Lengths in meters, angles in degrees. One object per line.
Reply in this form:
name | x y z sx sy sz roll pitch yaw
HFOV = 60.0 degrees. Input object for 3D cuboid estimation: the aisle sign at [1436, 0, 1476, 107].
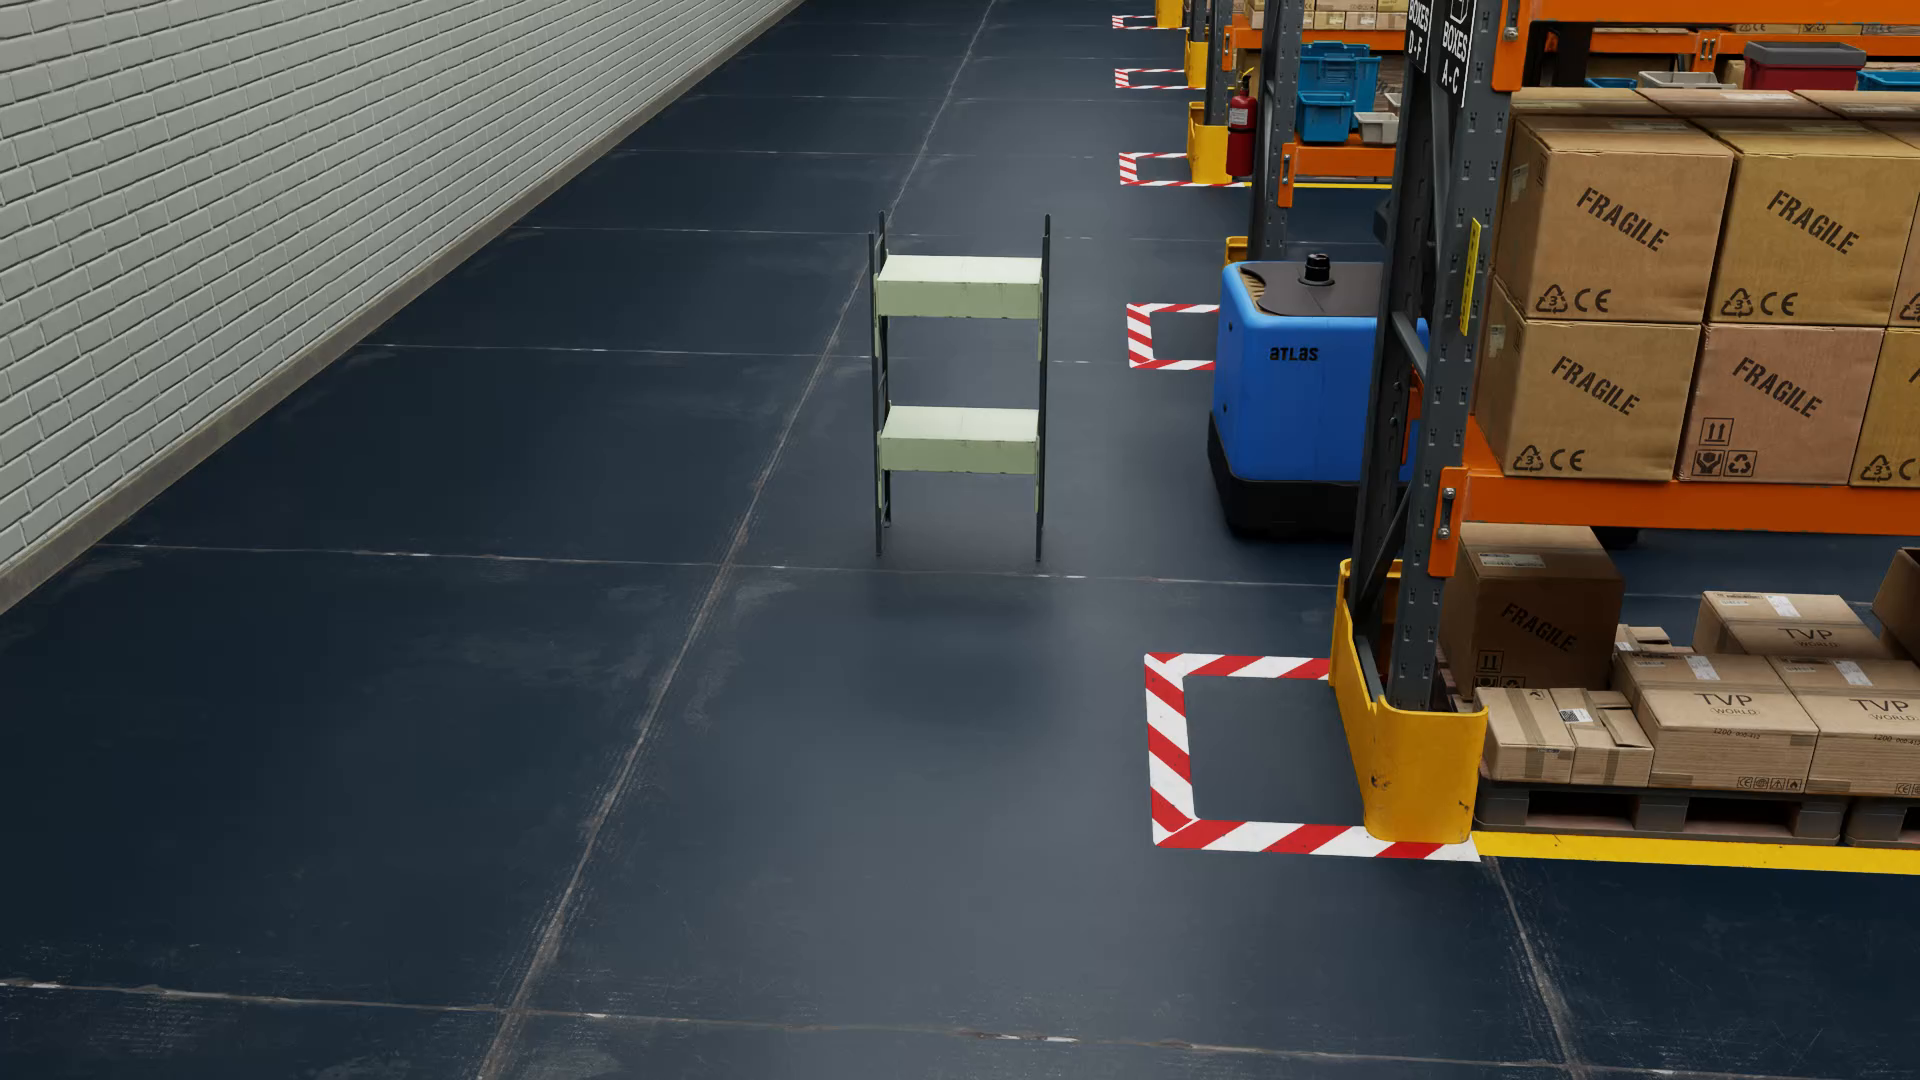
aisle sign | 1.424 -1.653 4.679 0.004 0.787 0.394 2 25 4

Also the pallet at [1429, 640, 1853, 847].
pallet | 2.386 0.702 6.006 1.213 0.211 1.003 2 25 4

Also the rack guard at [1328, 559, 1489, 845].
rack guard | 1.591 0.545 6.001 0.348 0.500 1.175 2 25 4

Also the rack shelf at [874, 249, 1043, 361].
rack shelf | 0.007 -1.036 7.307 0.720 0.370 0.431 2 25 4

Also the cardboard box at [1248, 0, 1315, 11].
cardboard box | 2.735 -4.660 14.147 0.500 0.250 0.500 1 25 3

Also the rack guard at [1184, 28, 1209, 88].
rack guard | 2.833 -5.647 19.459 0.348 0.500 1.175 2 25 4

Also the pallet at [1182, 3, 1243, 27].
pallet | 3.839 -7.592 24.030 1.213 0.211 1.003 2 25 4

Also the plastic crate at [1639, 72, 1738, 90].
plastic crate | 4.378 -2.628 9.977 0.530 0.282 0.437 2 25 4

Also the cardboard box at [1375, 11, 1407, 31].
cardboard box | 3.630 -4.426 14.115 0.250 0.149 0.380 1 25 3

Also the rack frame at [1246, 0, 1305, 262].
rack frame | 1.898 -2.657 9.970 0.127 3.000 1.000 2 25 4

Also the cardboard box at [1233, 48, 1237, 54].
cardboard box | 3.260 -5.692 19.119 0.250 0.149 0.380 3 25 6

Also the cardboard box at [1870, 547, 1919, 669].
cardboard box | 3.630 0.412 5.761 0.637 0.503 0.797 2 25 4

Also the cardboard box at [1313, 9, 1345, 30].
cardboard box | 3.117 -4.443 14.151 0.250 0.149 0.380 1 25 3

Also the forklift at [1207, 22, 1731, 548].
forklift | 2.780 -1.521 7.584 3.031 2.935 1.130 1 25 1

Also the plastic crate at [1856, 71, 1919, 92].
plastic crate | 5.394 -2.422 9.406 0.575 0.384 0.392 2 25 4

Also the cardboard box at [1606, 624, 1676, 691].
cardboard box | 2.473 0.460 6.059 0.250 0.166 0.380 2 25 4

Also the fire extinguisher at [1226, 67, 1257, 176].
fire extinguisher | 1.782 -2.647 10.486 0.183 0.674 0.296 2 25 4

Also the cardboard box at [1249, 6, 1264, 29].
cardboard box | 2.606 -4.458 14.185 0.250 0.149 0.380 2 25 5

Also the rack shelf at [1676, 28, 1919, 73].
rack shelf | 8.259 -4.203 14.189 4.000 0.370 1.077 2 25 4

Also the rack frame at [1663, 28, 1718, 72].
rack frame | 6.265 -4.593 14.178 0.127 3.000 1.000 2 25 4

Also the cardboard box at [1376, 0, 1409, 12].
cardboard box | 3.754 -4.629 14.079 0.500 0.250 0.500 1 25 2

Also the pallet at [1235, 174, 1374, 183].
pallet | 3.080 -3.462 15.054 1.213 0.211 1.003 2 25 4

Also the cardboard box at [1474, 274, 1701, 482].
cardboard box | 1.937 -0.514 5.193 0.500 0.500 0.500 2 25 5

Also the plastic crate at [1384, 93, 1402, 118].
plastic crate | 2.725 -2.614 10.120 0.243 0.136 0.396 2 25 4

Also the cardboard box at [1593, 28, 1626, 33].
cardboard box | 5.424 -4.369 13.990 0.250 0.149 0.380 1 25 3

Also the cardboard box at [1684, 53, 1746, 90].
cardboard box | 6.905 -3.807 14.508 0.875 0.875 1.225 2 25 4

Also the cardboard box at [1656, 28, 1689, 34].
cardboard box | 5.936 -4.352 13.955 0.250 0.149 0.380 2 25 4

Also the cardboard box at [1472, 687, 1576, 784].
cardboard box | 1.906 0.659 5.647 0.250 0.149 0.380 2 25 4

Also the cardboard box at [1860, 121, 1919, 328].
cardboard box | 2.957 -0.937 4.915 0.500 0.500 0.500 2 25 5

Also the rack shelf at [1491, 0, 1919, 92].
rack shelf | 3.509 -1.565 4.868 4.000 0.370 1.077 2 25 4

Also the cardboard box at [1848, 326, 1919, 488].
cardboard box | 2.952 -0.482 5.124 0.500 0.500 0.500 2 25 4

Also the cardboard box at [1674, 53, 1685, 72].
cardboard box | 7.990 -5.562 18.771 0.500 0.500 0.500 3 25 6

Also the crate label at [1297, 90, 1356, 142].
crate label | 2.119 -2.463 9.677 0.303 0.233 0.416 2 25 4

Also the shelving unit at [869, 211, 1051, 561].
shelving unit | 0.007 -0.681 7.470 0.755 1.500 0.431 2 25 4

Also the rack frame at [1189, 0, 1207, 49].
rack frame | 2.757 -6.785 18.942 0.127 3.000 1.000 2 25 4

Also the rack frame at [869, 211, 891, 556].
rack frame | -0.358 -0.693 7.495 0.023 1.500 0.400 2 25 4

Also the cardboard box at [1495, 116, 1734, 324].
cardboard box | 1.937 -0.968 4.984 0.500 0.500 0.500 3 25 6

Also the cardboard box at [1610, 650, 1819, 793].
cardboard box | 2.534 0.608 5.637 0.500 0.250 0.500 2 25 4

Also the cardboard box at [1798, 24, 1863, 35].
cardboard box | 7.206 -4.504 13.864 0.500 0.500 0.500 2 25 4

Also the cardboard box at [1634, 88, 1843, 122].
cardboard box | 2.483 -1.177 5.437 0.500 0.500 0.500 3 25 5

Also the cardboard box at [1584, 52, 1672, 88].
cardboard box | 5.613 -3.873 14.652 0.875 0.875 0.875 2 25 4

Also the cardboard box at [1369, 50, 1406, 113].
cardboard box | 3.829 -3.931 14.777 0.875 0.875 0.875 2 25 4

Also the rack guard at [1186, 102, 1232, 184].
rack guard | 2.253 -3.587 14.980 0.348 0.500 1.175 2 25 4
